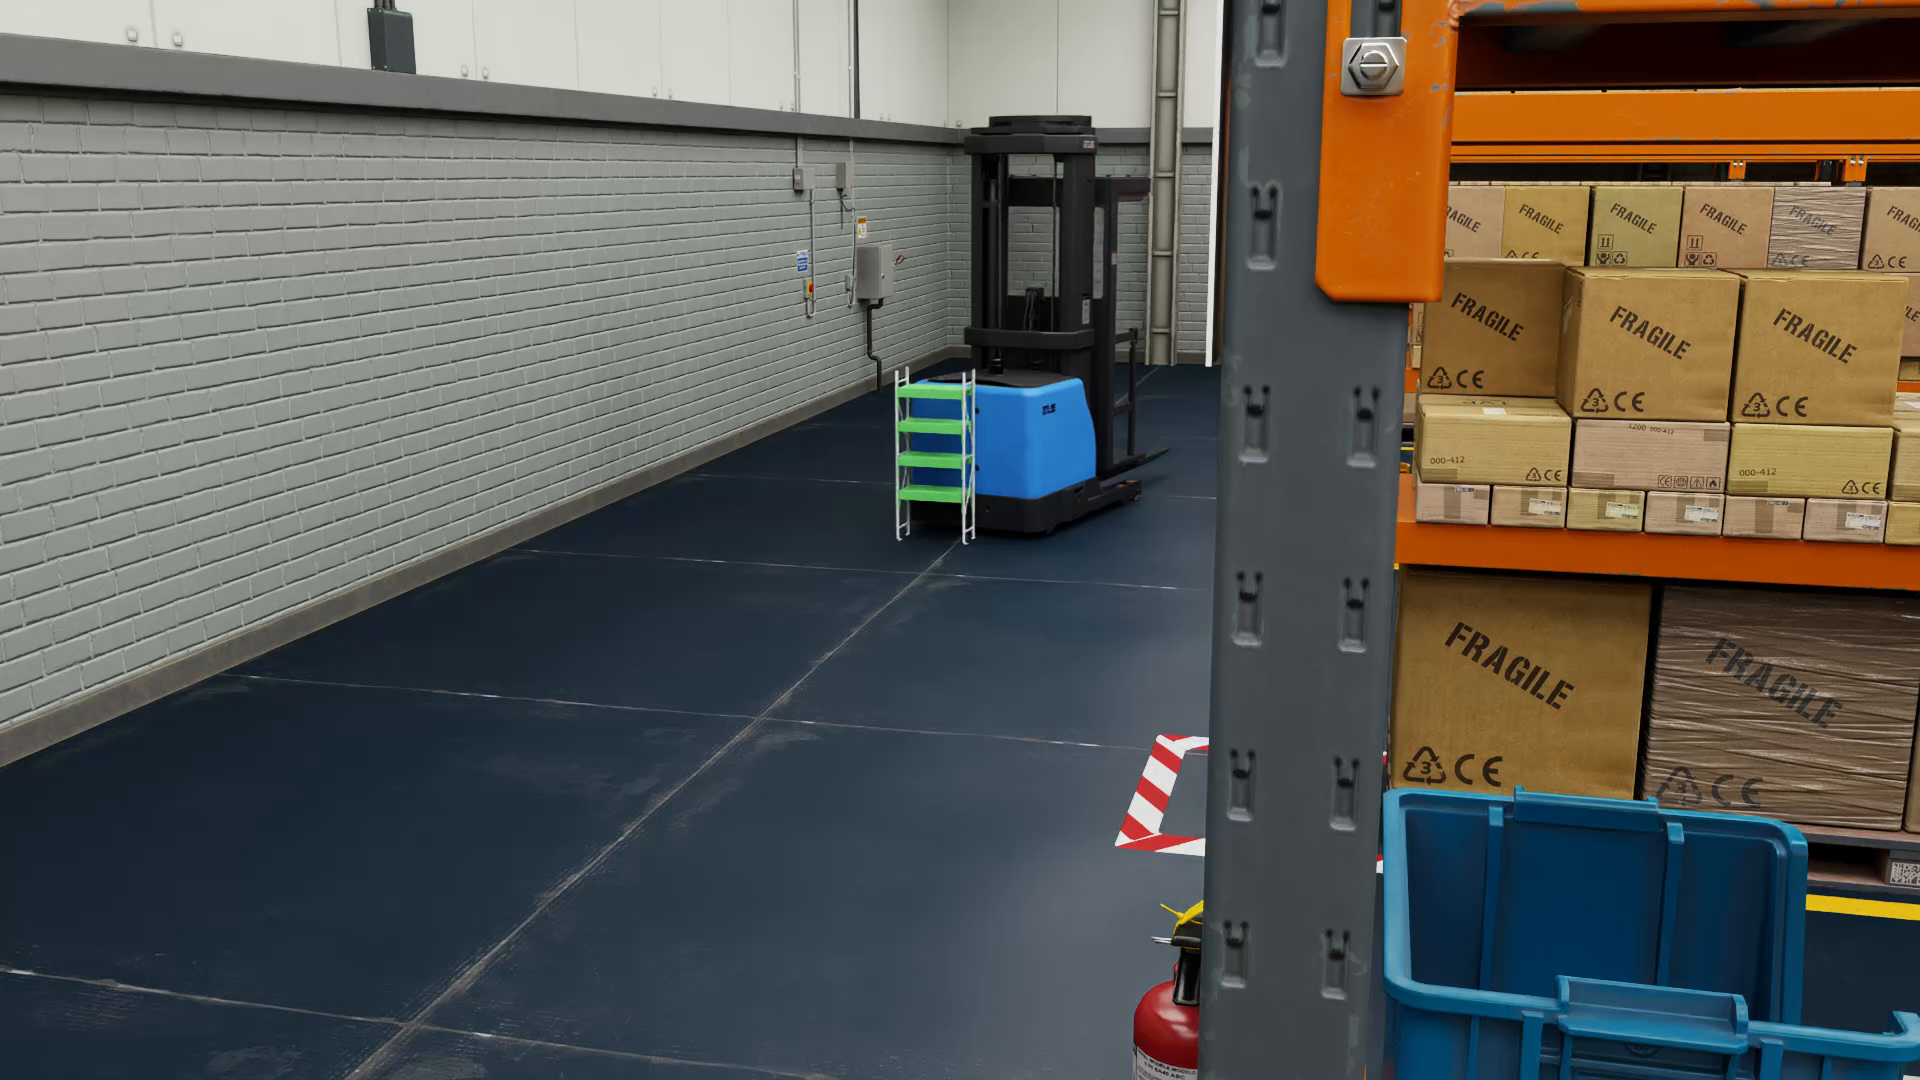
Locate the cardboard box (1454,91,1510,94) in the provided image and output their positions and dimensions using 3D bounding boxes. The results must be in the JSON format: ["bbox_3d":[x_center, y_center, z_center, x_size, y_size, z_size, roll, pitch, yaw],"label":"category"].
[{"bbox_3d":[3.212,-2.732,10.543,0.500,0.250,0.500,4,13,16],"label":"cardboard box"}]

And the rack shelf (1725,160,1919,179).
[{"bbox_3d":[10.936,-4.310,18.969,4.000,0.370,1.077,3,13,14],"label":"rack shelf"}]

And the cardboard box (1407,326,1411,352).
[{"bbox_3d":[5.682,-2.443,20.612,0.637,0.503,0.797,3,13,11],"label":"cardboard box"}]

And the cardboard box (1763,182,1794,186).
[{"bbox_3d":[7.204,-3.096,14.724,0.250,0.149,0.380,3,13,15],"label":"cardboard box"}]

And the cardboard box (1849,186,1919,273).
[{"bbox_3d":[5.697,-1.886,10.081,0.500,0.500,0.500,3,13,12],"label":"cardboard box"}]

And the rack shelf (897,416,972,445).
[{"bbox_3d":[-0.172,-0.763,11.591,0.480,0.148,0.258,4,13,17],"label":"rack shelf"}]

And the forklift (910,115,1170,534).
[{"bbox_3d":[0.783,-1.745,12.831,1.130,2.935,3.031,7,14,28],"label":"forklift"}]

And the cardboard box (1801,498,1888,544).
[{"bbox_3d":[3.065,-0.103,5.854,0.250,0.149,0.380,3,13,13],"label":"cardboard box"}]

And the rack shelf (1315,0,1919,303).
[{"bbox_3d":[2.306,-0.348,1.112,4.000,0.370,1.077,3,13,14],"label":"rack shelf"}]

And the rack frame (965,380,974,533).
[{"bbox_3d":[0.061,-0.575,11.557,0.006,1.046,0.228,4,13,17],"label":"rack frame"}]

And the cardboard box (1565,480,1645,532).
[{"bbox_3d":[2.315,-0.143,6.034,0.250,0.149,0.380,3,13,12],"label":"cardboard box"}]

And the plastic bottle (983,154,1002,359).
[{"bbox_3d":[7.302,-1.263,10.500,14.839,2.616,20.093,3,13,14],"label":"plastic bottle"}]

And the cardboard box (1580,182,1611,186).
[{"bbox_3d":[5.699,-3.152,14.976,0.250,0.149,0.380,3,13,12],"label":"cardboard box"}]

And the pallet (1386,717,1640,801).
[{"bbox_3d":[2.346,1.006,6.710,1.213,0.211,1.003,3,13,14],"label":"pallet"}]

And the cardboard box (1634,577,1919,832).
[{"bbox_3d":[3.075,0.516,6.419,0.875,0.875,0.875,3,13,14],"label":"cardboard box"}]

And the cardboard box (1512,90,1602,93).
[{"bbox_3d":[3.722,-2.704,10.415,0.500,0.250,0.500,3,13,15],"label":"cardboard box"}]

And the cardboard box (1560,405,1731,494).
[{"bbox_3d":[2.459,-0.345,6.021,0.500,0.250,0.500,3,13,13],"label":"cardboard box"}]

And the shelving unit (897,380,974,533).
[{"bbox_3d":[-0.168,-0.591,11.628,0.487,1.046,0.258,4,13,17],"label":"shelving unit"}]

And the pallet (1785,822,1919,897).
[{"bbox_3d":[3.527,1.070,6.423,1.213,0.211,1.003,3,13,14],"label":"pallet"}]

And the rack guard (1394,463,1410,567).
[{"bbox_3d":[2.911,-0.193,11.451,0.348,0.500,1.175,3,13,14],"label":"rack guard"}]

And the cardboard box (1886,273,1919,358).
[{"bbox_3d":[5.680,-1.397,10.188,0.500,0.500,0.500,3,13,12],"label":"cardboard box"}]

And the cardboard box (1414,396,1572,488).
[{"bbox_3d":[1.952,-0.370,6.137,0.500,0.250,0.500,3,13,12],"label":"cardboard box"}]

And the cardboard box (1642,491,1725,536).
[{"bbox_3d":[2.568,-0.130,5.974,0.250,0.149,0.380,3,13,13],"label":"cardboard box"}]

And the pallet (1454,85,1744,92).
[{"bbox_3d":[2.274,-1.765,6.042,1.213,0.211,1.003,3,13,14],"label":"pallet"}]

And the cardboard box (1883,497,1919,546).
[{"bbox_3d":[3.310,-0.090,5.794,0.250,0.149,0.380,3,13,12],"label":"cardboard box"}]

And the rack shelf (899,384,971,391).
[{"bbox_3d":[-0.172,-1.050,11.527,0.457,0.021,0.221,4,13,17],"label":"rack shelf"}]

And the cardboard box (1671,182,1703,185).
[{"bbox_3d":[6.462,-3.125,14.858,0.250,0.149,0.380,3,13,13],"label":"cardboard box"}]

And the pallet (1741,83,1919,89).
[{"bbox_3d":[3.462,-1.702,5.759,1.213,0.211,1.003,3,13,14],"label":"pallet"}]

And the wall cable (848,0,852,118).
[{"bbox_3d":[-1.482,-5.787,17.040,0.029,3.000,2.355,3,13,14],"label":"wall cable"}]

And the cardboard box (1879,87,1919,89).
[{"bbox_3d":[5.698,-2.598,9.941,0.500,0.250,0.500,3,13,13],"label":"cardboard box"}]

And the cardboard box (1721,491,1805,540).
[{"bbox_3d":[2.815,-0.117,5.914,0.250,0.149,0.380,3,13,12],"label":"cardboard box"}]

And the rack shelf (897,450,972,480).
[{"bbox_3d":[-0.172,-0.529,11.643,0.480,0.148,0.258,4,13,17],"label":"rack shelf"}]

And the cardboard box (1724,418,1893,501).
[{"bbox_3d":[2.946,-0.318,5.901,0.500,0.250,0.500,3,13,12],"label":"cardboard box"}]

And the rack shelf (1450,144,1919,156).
[{"bbox_3d":[4.779,-2.427,10.484,4.000,0.370,1.077,3,13,14],"label":"rack shelf"}]

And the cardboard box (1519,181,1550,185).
[{"bbox_3d":[5.228,-3.192,15.160,0.250,0.149,0.380,3,13,14],"label":"cardboard box"}]

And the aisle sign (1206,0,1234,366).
[{"bbox_3d":[0.223,-0.549,1.280,0.004,0.787,0.394,3,13,14],"label":"aisle sign"}]

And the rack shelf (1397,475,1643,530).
[{"bbox_3d":[3.493,-0.055,6.102,3.809,0.052,0.919,3,13,14],"label":"rack shelf"}]

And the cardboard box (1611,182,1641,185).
[{"bbox_3d":[5.965,-3.148,14.961,0.250,0.149,0.380,3,13,14],"label":"cardboard box"}]

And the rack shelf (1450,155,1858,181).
[{"bbox_3d":[5.867,-3.473,15.199,4.000,0.370,1.077,3,13,14],"label":"rack shelf"}]

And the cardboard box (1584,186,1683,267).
[{"bbox_3d":[4.201,-1.964,10.436,0.500,0.500,0.500,3,13,12],"label":"cardboard box"}]

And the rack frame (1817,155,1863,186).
[{"bbox_3d":[7.809,-2.256,14.978,0.127,3.000,1.000,3,13,14],"label":"rack frame"}]

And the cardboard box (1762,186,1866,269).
[{"bbox_3d":[5.203,-1.915,10.214,0.500,0.500,0.500,3,13,15],"label":"cardboard box"}]

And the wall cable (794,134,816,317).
[{"bbox_3d":[-1.555,-3.263,17.097,0.123,1.953,0.585,3,13,14],"label":"wall cable"}]
